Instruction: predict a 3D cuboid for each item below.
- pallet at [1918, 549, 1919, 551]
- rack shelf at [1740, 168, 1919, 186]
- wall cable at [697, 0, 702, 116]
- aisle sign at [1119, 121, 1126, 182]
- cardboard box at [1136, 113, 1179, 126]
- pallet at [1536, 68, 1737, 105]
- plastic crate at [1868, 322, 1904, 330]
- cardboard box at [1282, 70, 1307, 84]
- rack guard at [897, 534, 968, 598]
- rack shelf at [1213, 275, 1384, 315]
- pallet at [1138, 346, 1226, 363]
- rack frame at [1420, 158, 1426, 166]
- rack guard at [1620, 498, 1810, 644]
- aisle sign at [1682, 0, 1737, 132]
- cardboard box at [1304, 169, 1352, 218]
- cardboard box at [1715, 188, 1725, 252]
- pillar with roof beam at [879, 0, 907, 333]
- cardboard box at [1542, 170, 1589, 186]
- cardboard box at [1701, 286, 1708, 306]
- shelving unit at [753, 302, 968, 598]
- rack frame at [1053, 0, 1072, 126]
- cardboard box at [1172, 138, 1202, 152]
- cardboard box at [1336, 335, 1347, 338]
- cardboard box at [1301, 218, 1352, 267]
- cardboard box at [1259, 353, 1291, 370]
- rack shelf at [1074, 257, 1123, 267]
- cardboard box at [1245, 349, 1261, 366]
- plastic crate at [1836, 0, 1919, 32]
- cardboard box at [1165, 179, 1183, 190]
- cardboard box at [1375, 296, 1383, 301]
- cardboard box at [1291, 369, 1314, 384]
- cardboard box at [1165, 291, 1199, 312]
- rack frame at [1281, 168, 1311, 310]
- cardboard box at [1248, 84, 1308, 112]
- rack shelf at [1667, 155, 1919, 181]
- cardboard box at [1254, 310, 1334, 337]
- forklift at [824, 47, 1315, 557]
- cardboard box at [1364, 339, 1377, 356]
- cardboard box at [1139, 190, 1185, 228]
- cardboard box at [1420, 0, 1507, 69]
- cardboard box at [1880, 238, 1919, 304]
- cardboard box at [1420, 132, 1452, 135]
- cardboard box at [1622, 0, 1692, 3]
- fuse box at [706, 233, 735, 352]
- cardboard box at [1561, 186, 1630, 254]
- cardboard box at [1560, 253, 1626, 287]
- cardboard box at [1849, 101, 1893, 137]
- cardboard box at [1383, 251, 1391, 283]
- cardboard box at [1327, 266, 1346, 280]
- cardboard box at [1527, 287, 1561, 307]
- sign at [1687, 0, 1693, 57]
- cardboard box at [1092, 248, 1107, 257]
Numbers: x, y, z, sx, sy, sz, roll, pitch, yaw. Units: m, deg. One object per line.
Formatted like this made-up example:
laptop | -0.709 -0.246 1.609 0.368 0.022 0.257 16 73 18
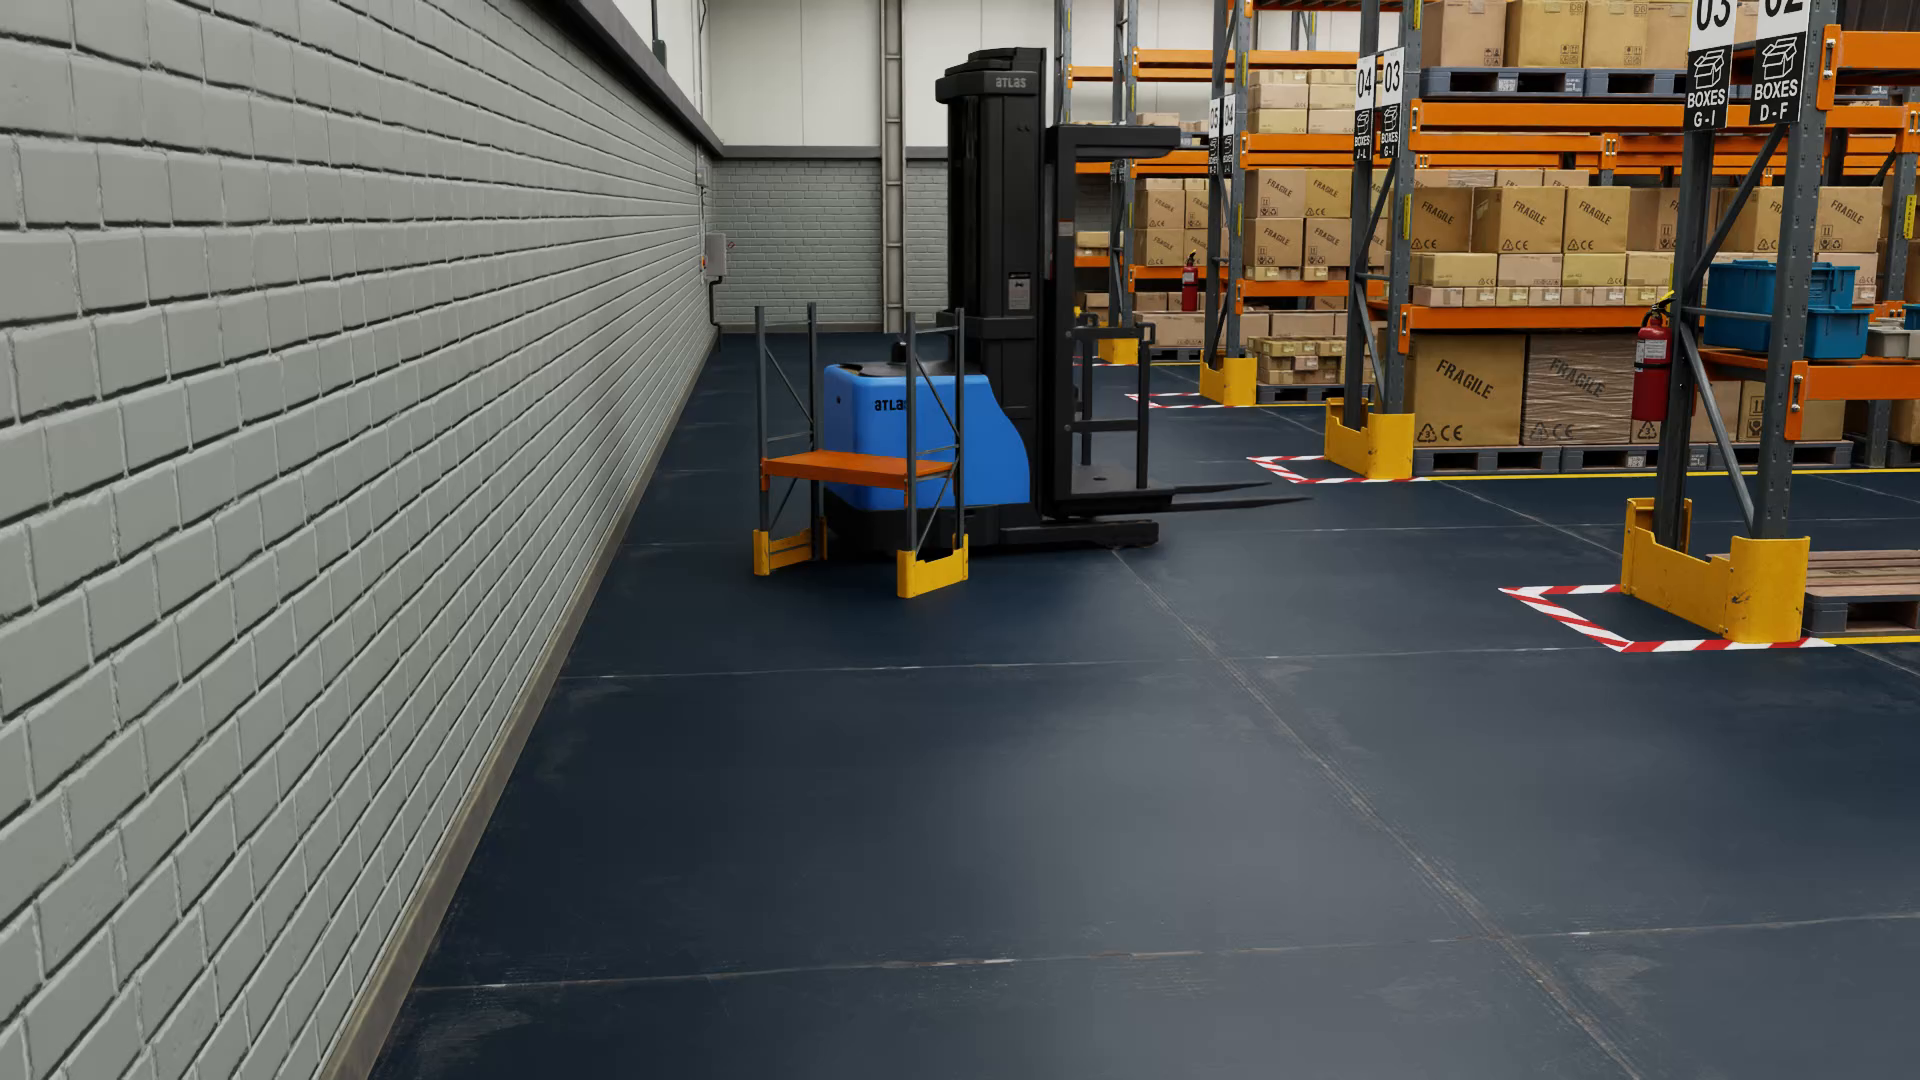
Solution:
pallet | 5.840 0.236 8.620 1.213 0.211 1.003 -1 11 -6
rack shelf | 15.579 -6.310 28.779 4.000 0.370 1.077 -1 11 -6
wall cable | -3.502 -6.863 21.951 0.029 3.000 2.355 -1 11 -6
aisle sign | 2.160 -5.166 22.132 0.004 0.787 0.394 -1 11 -6
cardboard box | 2.638 -5.628 22.484 0.500 0.250 0.500 -2 11 -11
pallet | 5.223 -3.519 12.947 1.213 0.211 1.003 -1 11 -6
plastic crate | 4.597 -1.049 8.458 0.243 0.136 0.396 -1 11 -6
cardboard box | 3.438 -4.805 17.316 0.250 0.149 0.380 -1 11 -4
rack guard | -0.145 0.135 9.034 0.087 0.250 0.587 7 13 33
rack shelf | 4.824 -2.689 18.137 4.000 0.370 1.077 -1 11 -6
pallet | 2.987 -2.611 23.104 1.213 0.211 1.003 -1 11 -6
rack frame | 6.177 -4.031 23.098 0.127 3.000 1.000 -1 11 -6
rack guard | 3.783 0.132 8.401 0.348 0.500 1.175 -1 11 -6
aisle sign | 3.703 -2.428 8.203 0.004 0.787 0.394 -1 11 -6
cardboard box | 3.812 -3.657 17.569 0.500 0.500 0.500 -1 11 -4
cardboard box | 6.253 -2.601 13.498 0.500 0.500 0.500 -1 11 -6
pillar with roof beam | -0.652 -7.135 23.331 0.400 9.000 9.100 -1 11 -6
cardboard box | 6.374 -3.708 17.831 0.500 0.500 0.500 -2 11 -8
cardboard box | 5.702 -1.912 12.966 0.250 0.149 0.380 -1 11 -7
shelving unit | -0.559 -0.532 9.185 1.083 1.500 0.587 7 13 33
rack frame | 1.661 -7.843 26.937 0.127 3.000 1.000 -1 11 -6
cardboard box | 3.657 -6.439 27.186 0.500 0.250 0.500 -1 11 -7
cardboard box | 4.360 -2.193 18.507 0.250 0.149 0.380 -1 11 -4
cardboard box | 3.841 -3.168 17.677 0.500 0.500 0.500 -1 11 -6
cardboard box | 3.384 -1.916 17.867 0.250 0.149 0.380 -1 11 -4
rack shelf | 3.649 -4.588 27.797 4.000 0.370 1.077 -1 11 -6
cardboard box | 3.330 -2.020 18.396 0.250 0.149 0.380 -2 11 -8
plastic crate | 4.219 -2.460 7.667 0.590 0.269 0.497 -1 11 -6
cardboard box | 2.836 -4.779 22.370 0.250 0.149 0.380 -1 11 -5
cardboard box | 7.168 -3.952 28.086 0.500 0.500 0.500 -2 11 -8
cardboard box | 3.642 -1.779 17.941 0.250 0.149 0.380 -1 11 -6
cardboard box | 3.670 -3.876 27.699 0.500 0.500 0.500 -1 11 -5
rack frame | 5.638 -4.983 27.939 0.127 3.000 1.000 -1 11 -6
cardboard box | 3.310 -4.604 17.327 0.500 0.250 0.500 -1 11 -5
rack shelf | 12.142 -5.275 23.513 4.000 0.370 1.077 -1 11 -6
cardboard box | 4.652 -2.969 23.247 0.875 0.438 0.875 -2 11 -8
forklift | 0.714 -1.474 10.265 3.031 2.935 1.130 -3 12 -15
cardboard box | 4.433 -2.080 17.932 0.250 0.149 0.380 -1 11 -4
cardboard box | 2.709 -4.443 22.341 0.500 0.500 0.500 -1 11 -7
cardboard box | 3.782 -3.845 12.765 0.500 0.500 0.700 -2 11 -10
cardboard box | 7.732 -2.141 13.226 0.500 0.500 0.500 -1 11 -6
cardboard box | 4.859 -4.391 17.542 0.500 0.250 0.500 -1 11 -6
cardboard box | 5.280 -4.232 12.789 0.500 0.250 0.500 -2 11 -8
fuse box | -3.484 -3.600 24.242 0.414 1.711 0.539 -1 11 -6
cardboard box | 4.789 -2.468 12.821 0.500 0.500 0.500 -2 11 -8
cardboard box | 4.793 -2.100 12.891 0.500 0.250 0.500 -2 11 -8
cardboard box | 9.753 -4.615 18.030 0.500 0.500 0.500 -1 11 -6
cardboard box | 3.724 -2.181 13.303 0.500 0.250 0.500 -1 11 -7
cardboard box | 3.958 -2.862 17.799 0.250 0.149 0.380 -1 11 -3
cardboard box | 4.428 -1.885 12.831 0.250 0.149 0.380 -1 11 -7
sign | 3.730 -2.623 8.431 0.005 0.325 0.100 -1 11 -6
cardboard box | 2.265 -4.745 27.379 0.250 0.149 0.380 -1 11 -5
